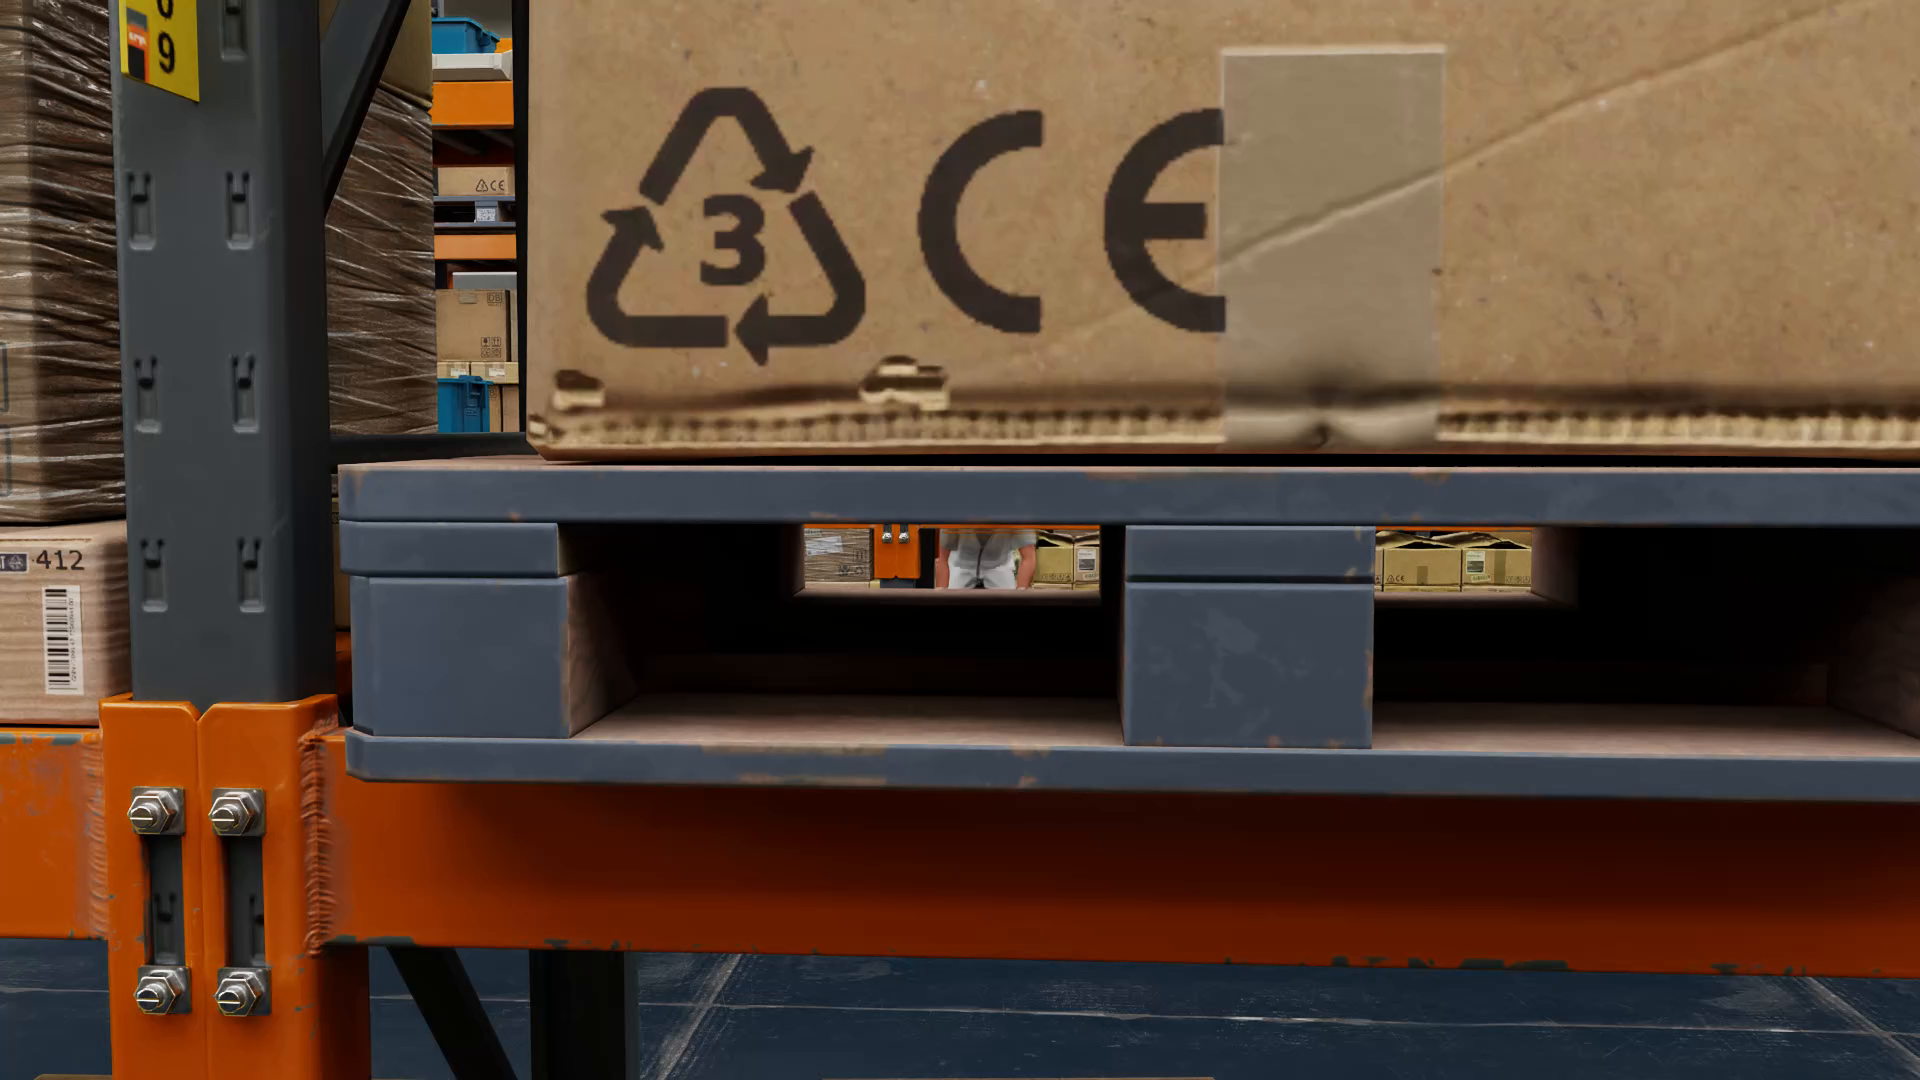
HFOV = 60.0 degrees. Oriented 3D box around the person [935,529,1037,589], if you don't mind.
[{"bbox_3d":[0.147,0.226,9.442,0.584,1.295,0.816,0,4,4],"label":"person"}]
